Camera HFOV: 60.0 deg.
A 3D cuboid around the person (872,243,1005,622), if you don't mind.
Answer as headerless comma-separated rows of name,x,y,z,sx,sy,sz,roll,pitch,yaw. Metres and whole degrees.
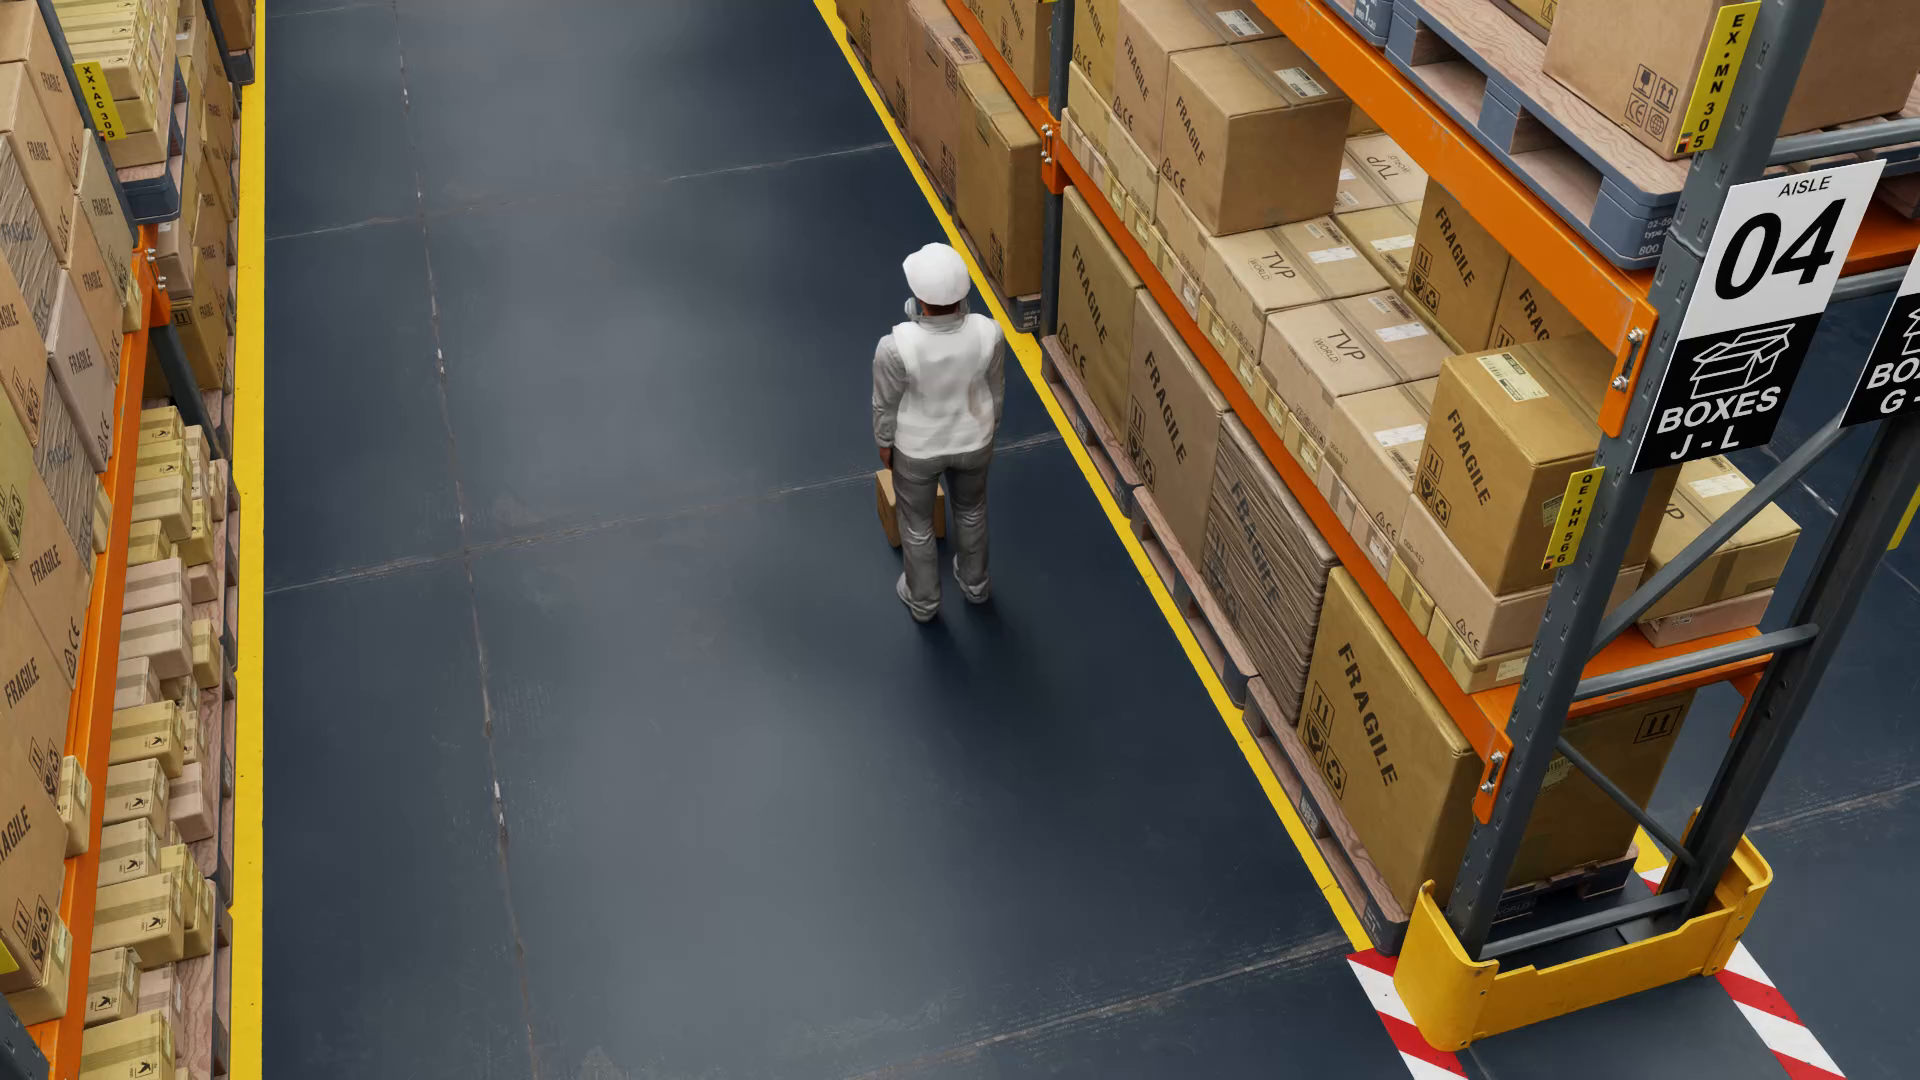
person,-0.091,-0.421,6.615,0.531,1.769,0.365,-11,43,-12
